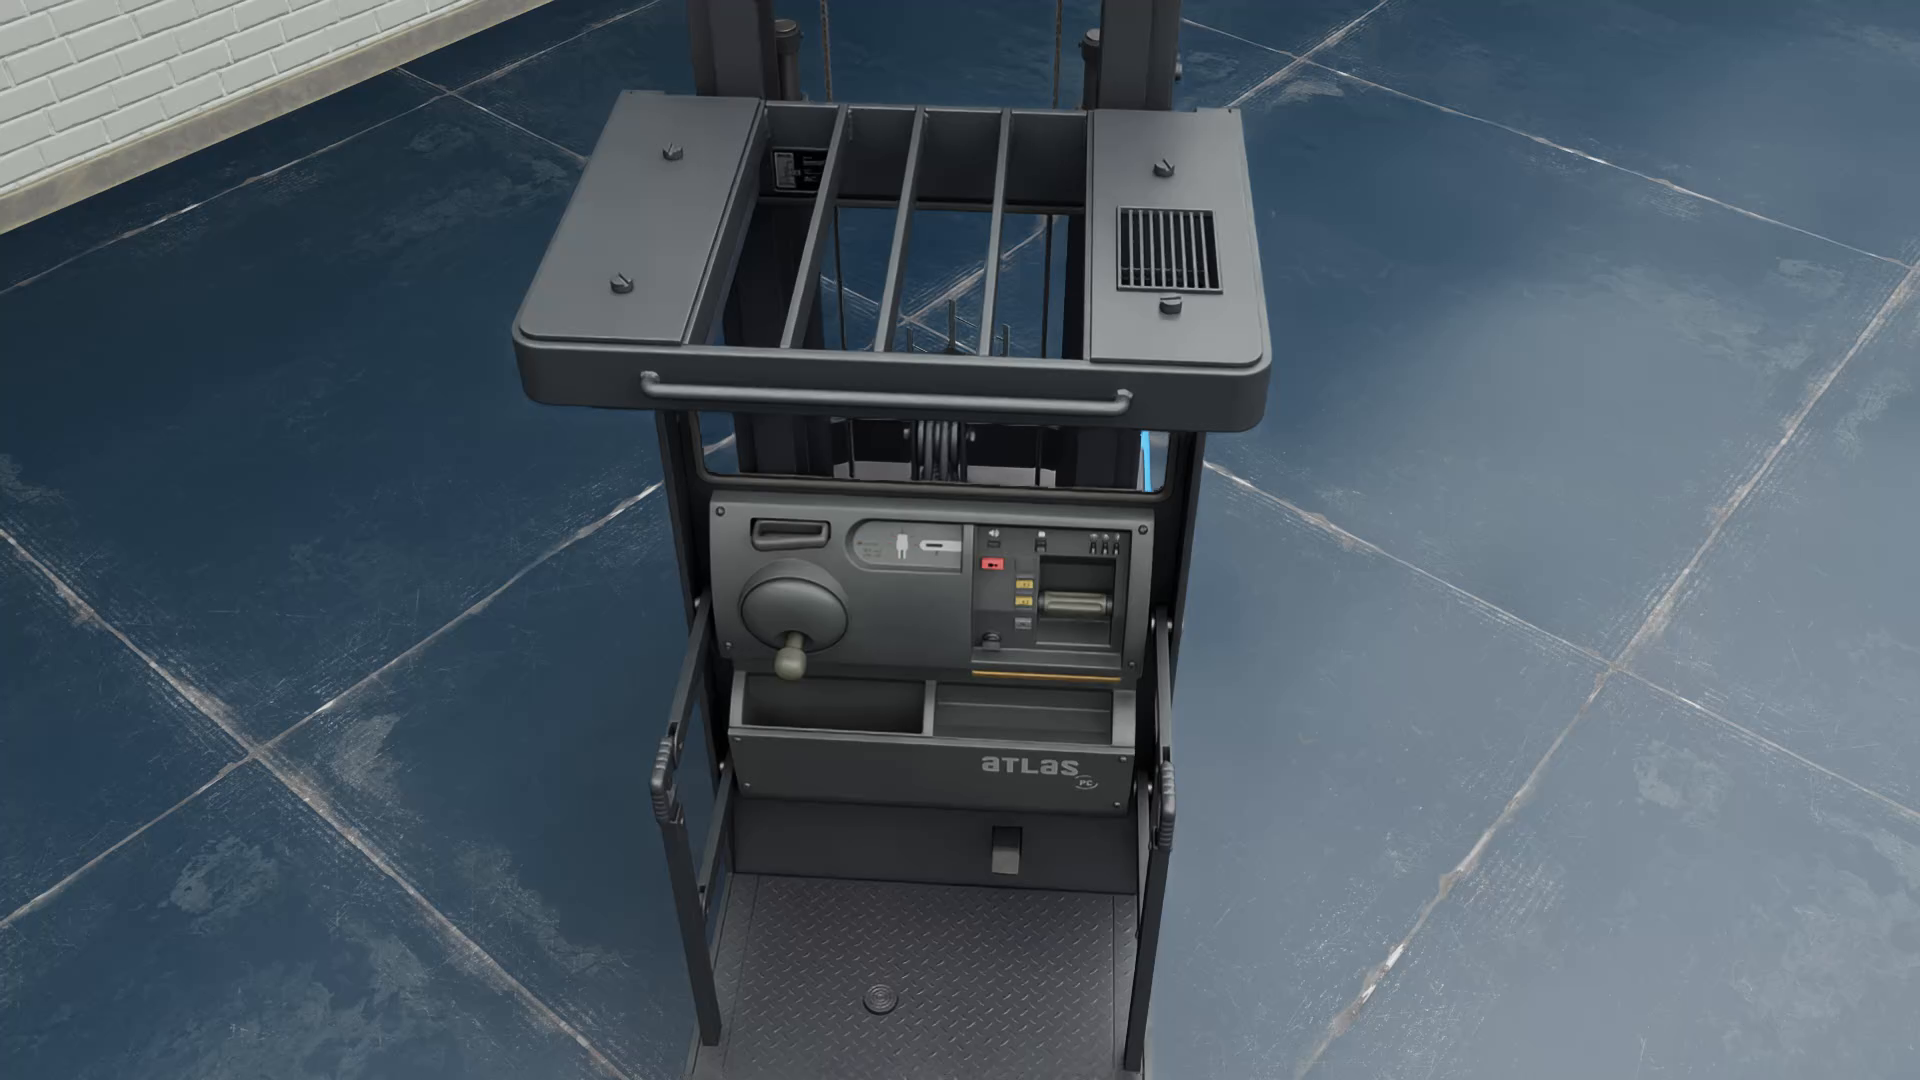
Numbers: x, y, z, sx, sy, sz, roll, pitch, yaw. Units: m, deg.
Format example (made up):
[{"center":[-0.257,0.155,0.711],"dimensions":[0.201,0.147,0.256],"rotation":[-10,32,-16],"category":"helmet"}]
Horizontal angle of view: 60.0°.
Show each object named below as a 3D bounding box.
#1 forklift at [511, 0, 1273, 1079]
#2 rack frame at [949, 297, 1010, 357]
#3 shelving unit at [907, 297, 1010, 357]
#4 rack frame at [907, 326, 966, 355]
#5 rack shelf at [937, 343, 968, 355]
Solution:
[{"center":[-0.075,0.197,3.355],"dimensions":[1.130,2.935,3.031],"rotation":[3,42,3],"category":"forklift"},{"center":[0.060,-0.381,5.500],"dimensions":[0.240,0.900,0.006],"rotation":[29,50,28],"category":"rack frame"},{"center":[-0.005,-0.329,5.443],"dimensions":[0.258,0.900,0.210],"rotation":[29,50,28],"category":"shelving unit"},{"center":[-0.071,-0.276,5.385],"dimensions":[0.240,0.900,0.006],"rotation":[29,50,28],"category":"rack frame"},{"center":[-0.005,-0.504,5.283],"dimensions":[0.258,0.077,0.200],"rotation":[29,50,28],"category":"rack shelf"}]
